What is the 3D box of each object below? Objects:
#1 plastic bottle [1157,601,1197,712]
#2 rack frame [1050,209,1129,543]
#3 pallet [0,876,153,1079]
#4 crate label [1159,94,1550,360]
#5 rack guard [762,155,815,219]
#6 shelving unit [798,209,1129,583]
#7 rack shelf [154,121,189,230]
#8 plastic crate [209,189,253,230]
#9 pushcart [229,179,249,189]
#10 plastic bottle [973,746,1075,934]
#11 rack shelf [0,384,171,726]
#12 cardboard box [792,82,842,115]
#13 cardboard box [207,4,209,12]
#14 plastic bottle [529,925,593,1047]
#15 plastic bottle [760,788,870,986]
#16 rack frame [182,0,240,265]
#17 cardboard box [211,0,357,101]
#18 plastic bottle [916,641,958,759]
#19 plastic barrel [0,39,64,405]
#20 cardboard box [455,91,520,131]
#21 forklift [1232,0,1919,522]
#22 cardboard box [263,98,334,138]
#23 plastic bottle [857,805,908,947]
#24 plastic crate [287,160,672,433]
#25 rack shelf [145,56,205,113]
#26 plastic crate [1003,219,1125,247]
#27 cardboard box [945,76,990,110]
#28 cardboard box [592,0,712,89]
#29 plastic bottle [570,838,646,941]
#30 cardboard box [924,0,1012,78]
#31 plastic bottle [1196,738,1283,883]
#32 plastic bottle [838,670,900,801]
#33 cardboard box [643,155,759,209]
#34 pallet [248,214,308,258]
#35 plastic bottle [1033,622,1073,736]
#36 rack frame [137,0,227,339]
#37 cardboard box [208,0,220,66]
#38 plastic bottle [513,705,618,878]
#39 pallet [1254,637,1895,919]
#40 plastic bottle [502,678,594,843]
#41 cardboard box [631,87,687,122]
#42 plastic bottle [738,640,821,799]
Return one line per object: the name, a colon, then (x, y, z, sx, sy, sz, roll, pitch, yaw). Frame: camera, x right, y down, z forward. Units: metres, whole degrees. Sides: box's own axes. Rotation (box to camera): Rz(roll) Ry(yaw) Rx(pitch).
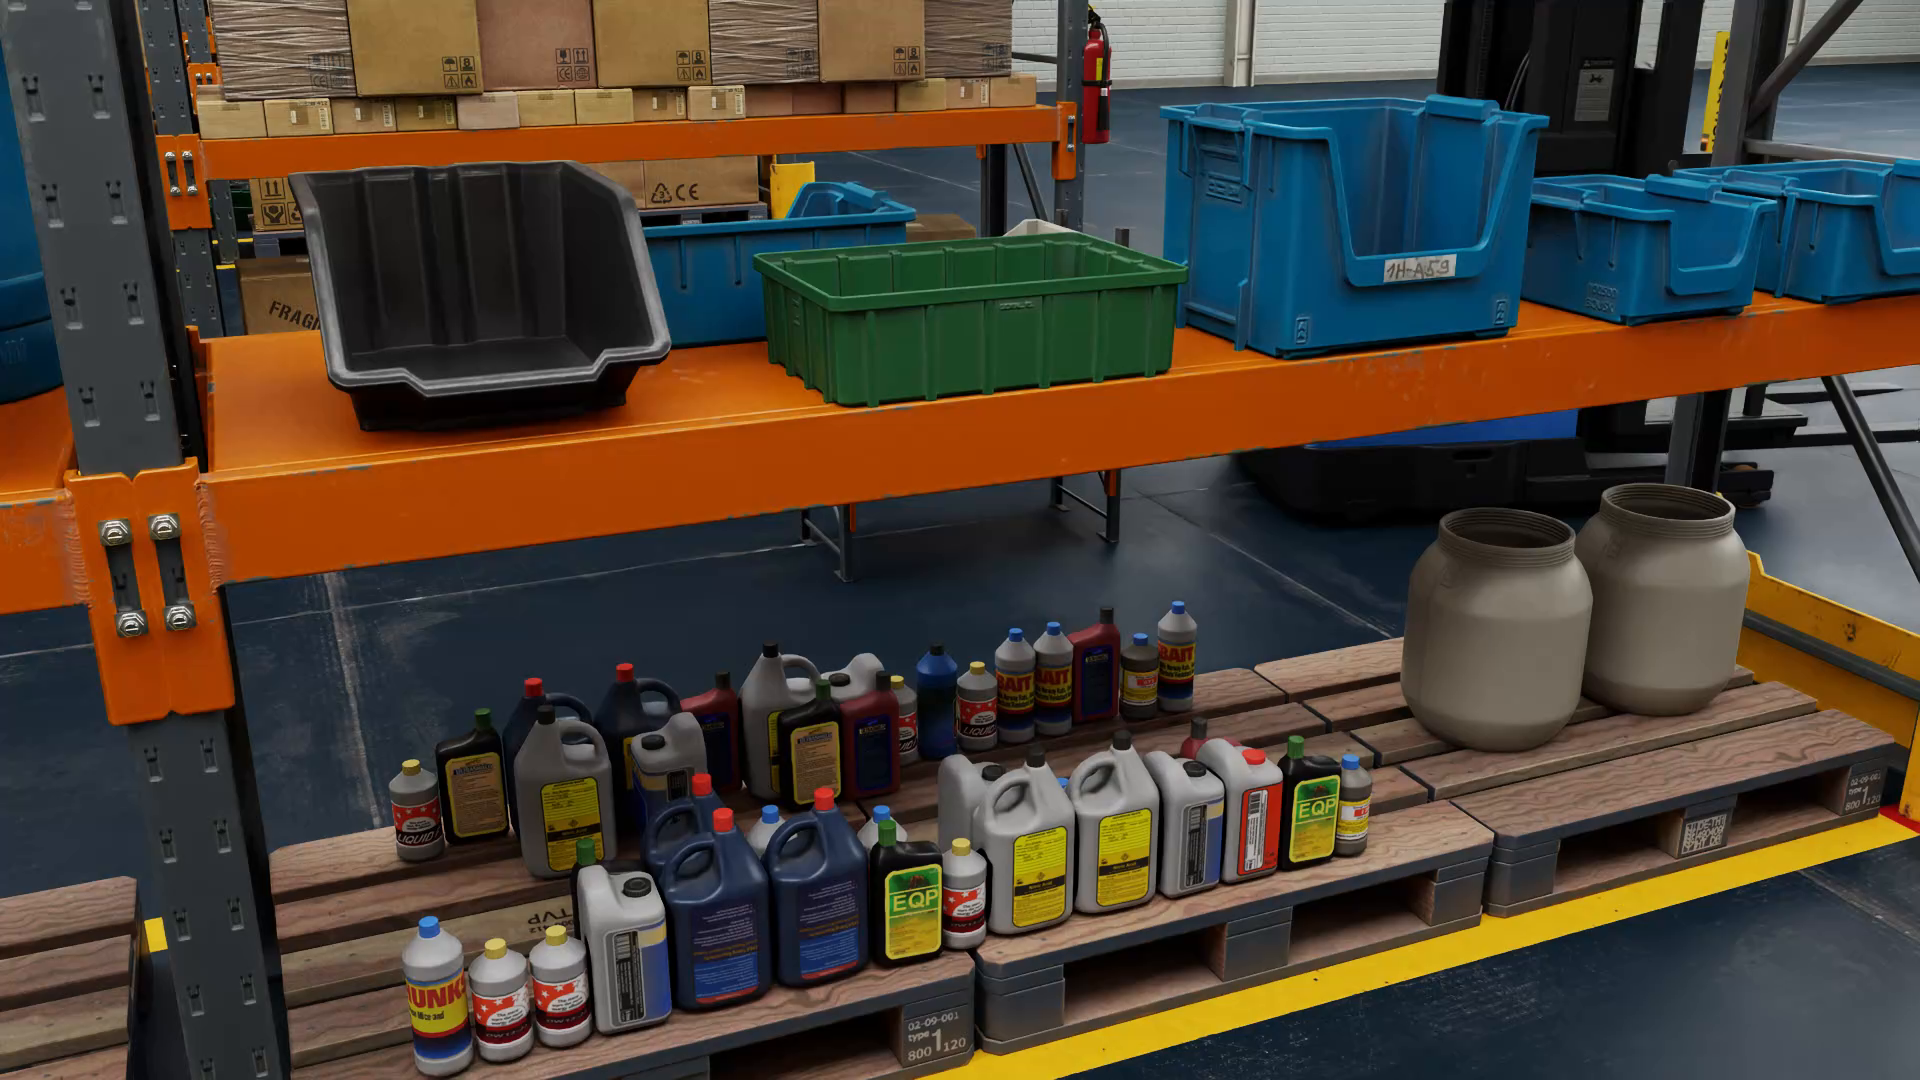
plastic bottle: (0.539, 0.284, 4.144, 0.097, 0.271, 0.097, 0, 19, 0)
rack frame: (0.461, -0.597, 6.023, 0.032, 1.125, 0.500, -8, 21, -22)
pallet: (-2.052, 1.018, 2.813, 1.213, 0.211, 1.003, -8, 21, -22)
crate label: (0.744, -0.631, 3.244, 0.616, 0.435, 0.502, -8, 21, -22)
rack guard: (-1.485, -2.799, 13.219, 0.348, 0.500, 1.175, -8, 21, -22)
shelving unit: (-0.006, -0.530, 5.833, 1.048, 1.125, 0.538, -8, 21, -22)
rack shelf: (-5.144, -1.321, 6.339, 4.000, 0.370, 1.077, -8, 21, -22)
plastic crate: (-5.539, -2.572, 12.958, 0.662, 0.188, 0.450, 2, 30, 6)
pushcart: (-6.284, -3.019, 14.029, 0.936, 0.377, 1.648, -17, 26, -40)
plastic bottle: (0.123, 0.569, 3.216, 0.185, 0.351, 0.144, -8, 21, -22)
rack shelf: (-3.182, 0.190, 2.050, 4.000, 0.370, 1.077, -8, 21, -22)
cardboard box: (-0.736, -2.101, 7.850, 0.250, 0.149, 0.380, -8, 21, -22)
cardboard box: (-6.924, -5.267, 15.865, 0.500, 0.500, 0.500, -9, 21, -23)
plastic bottle: (-0.693, 0.765, 2.884, 0.097, 0.201, 0.097, 0, 19, 0)
plastic bottle: (-0.267, 0.625, 3.057, 0.185, 0.351, 0.144, -9, 21, -24)
rack frame: (-5.180, -3.449, 11.301, 0.127, 3.000, 1.000, -8, 21, -22)
cardboard box: (-2.870, -2.151, 7.016, 0.500, 0.500, 0.875, -8, 21, -22)
plastic bottle: (-0.054, 0.369, 3.903, 0.097, 0.271, 0.097, 0, 19, 0)
plastic barrel: (-1.821, -0.691, 2.712, 0.708, 0.901, 0.600, -8, 21, -22)
cardboard box: (-2.066, -1.867, 7.187, 0.250, 0.149, 0.380, -8, 21, -22)
forklift: (2.649, -1.661, 6.327, 3.031, 2.935, 1.130, -3, 20, -9)
cardboard box: (-2.757, -1.770, 6.911, 0.250, 0.149, 0.380, -8, 21, -22)
plastic bottle: (-0.147, 0.632, 3.157, 0.097, 0.271, 0.097, 0, 19, 0)
plastic crate: (-0.815, -0.413, 2.773, 0.504, 0.338, 0.767, -8, 21, -22)
rack shelf: (-7.016, -2.846, 10.673, 4.000, 0.370, 1.077, -8, 21, -22)
plastic crate: (0.045, -0.579, 3.547, 0.437, 0.136, 0.530, -8, 21, -22)
cardboard box: (-0.045, -2.198, 8.125, 0.250, 0.149, 0.380, -8, 21, -22)
cardboard box: (-1.502, -2.356, 7.597, 0.500, 0.500, 0.875, -8, 21, -22)
plastic bottle: (-0.636, 0.670, 3.031, 0.133, 0.283, 0.061, -8, 21, -22)
cardboard box: (-0.151, -2.573, 8.214, 0.500, 0.500, 0.875, -8, 21, -22)
plastic bottle: (0.572, 0.539, 3.415, 0.135, 0.276, 0.152, -8, 21, -22)
plastic bottle: (-0.203, 0.433, 3.703, 0.133, 0.283, 0.061, -8, 21, -22)
cardboard box: (-2.103, -3.062, 12.768, 0.875, 0.875, 0.875, -8, 21, -22)
pallet: (-4.451, -2.210, 11.980, 1.213, 0.211, 1.003, -8, 21, -22)
plastic bottle: (0.224, 0.329, 4.016, 0.097, 0.271, 0.097, 0, 19, 0)
rack frame: (-3.308, -1.923, 6.967, 0.127, 3.000, 1.000, -8, 21, -22)
cardboard box: (-4.846, -3.572, 11.424, 0.550, 0.550, 0.875, -8, 21, -22)
plastic bottle: (-0.812, 0.501, 3.410, 0.185, 0.351, 0.144, -8, 21, -22)
pallet: (1.528, 0.506, 4.267, 1.213, 0.211, 1.003, -8, 21, -22)
plastic bottle: (-0.869, 0.457, 3.534, 0.185, 0.351, 0.144, -9, 21, -23)
cardboard box: (-1.408, -1.989, 7.533, 0.250, 0.149, 0.380, -8, 21, -22)
plastic bottle: (-0.396, 0.389, 3.727, 0.185, 0.351, 0.144, -8, 21, -22)
